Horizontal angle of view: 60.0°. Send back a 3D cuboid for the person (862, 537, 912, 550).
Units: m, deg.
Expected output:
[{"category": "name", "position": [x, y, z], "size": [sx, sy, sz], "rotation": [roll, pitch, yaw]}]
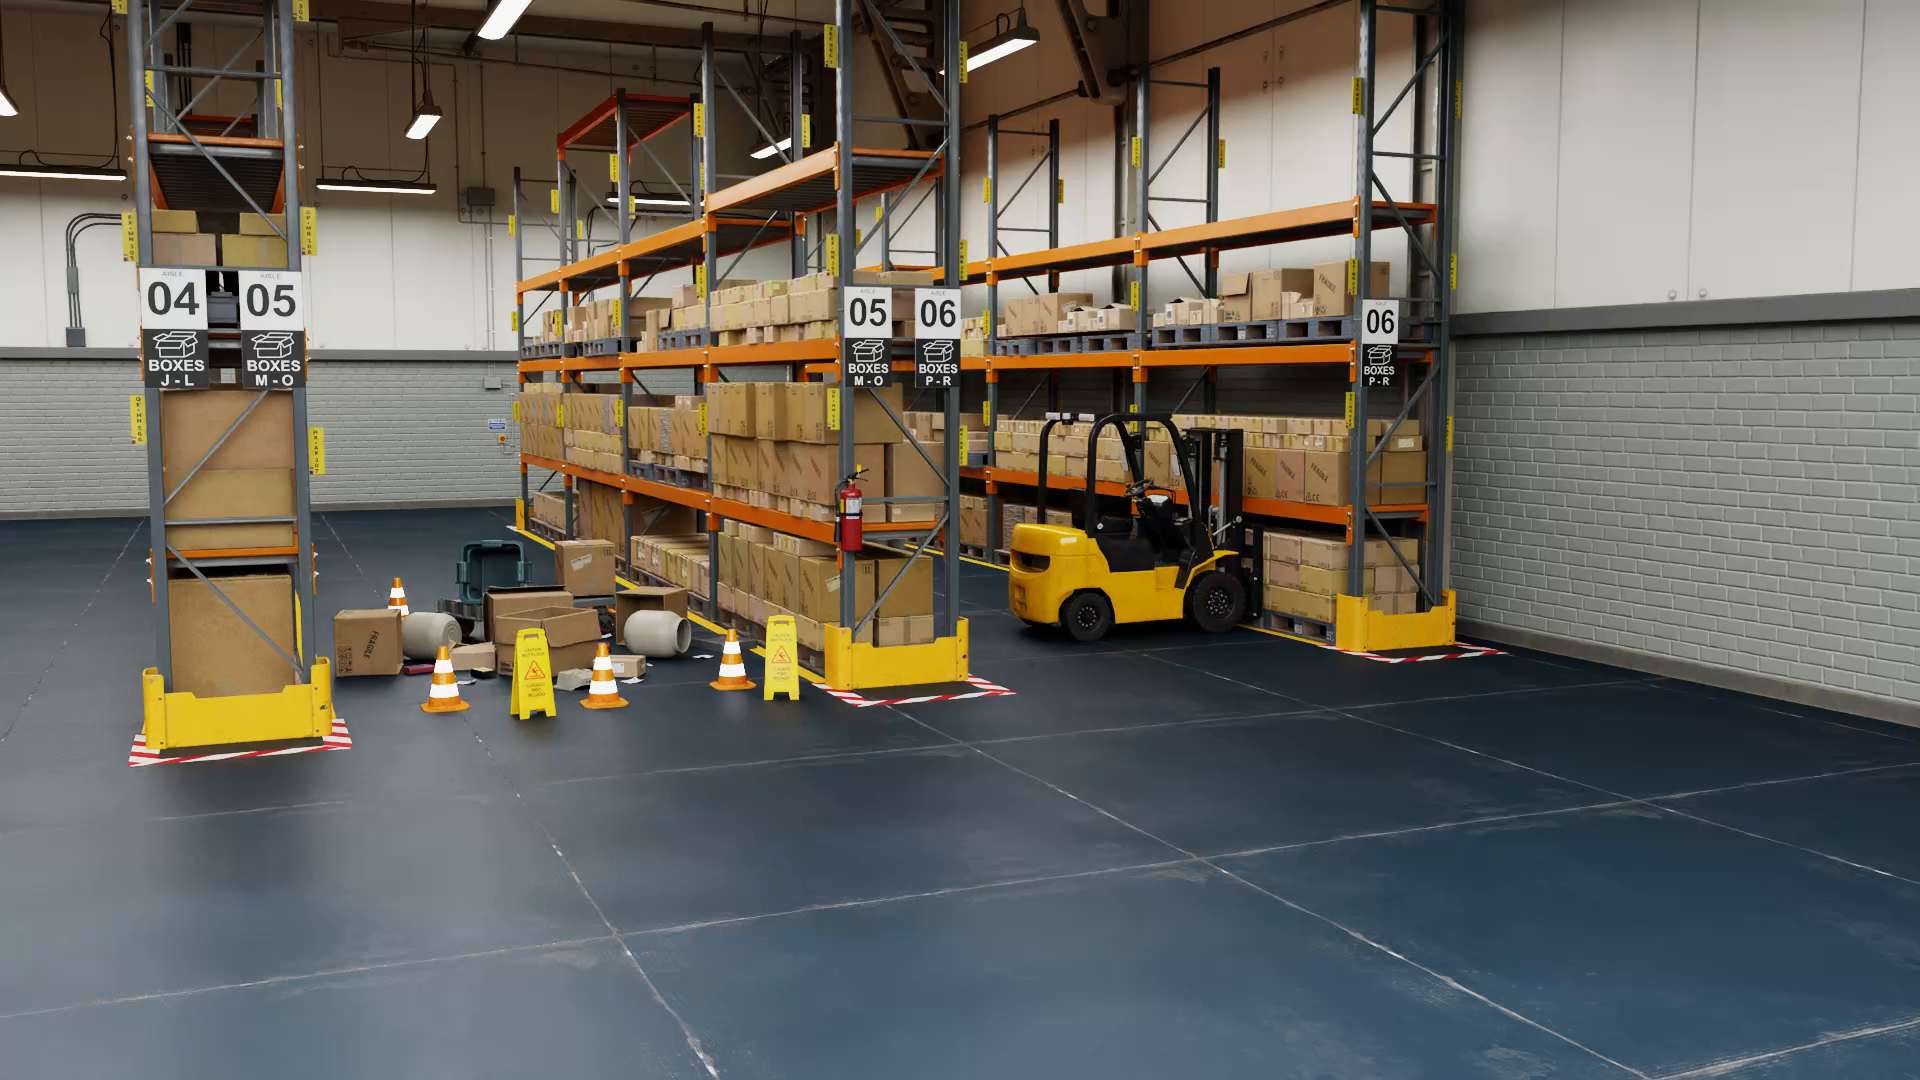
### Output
[{"category": "person", "position": [-0.793, -0.116, 17.909], "size": [0.635, 1.760, 0.463], "rotation": [-3, 6, -27]}]
